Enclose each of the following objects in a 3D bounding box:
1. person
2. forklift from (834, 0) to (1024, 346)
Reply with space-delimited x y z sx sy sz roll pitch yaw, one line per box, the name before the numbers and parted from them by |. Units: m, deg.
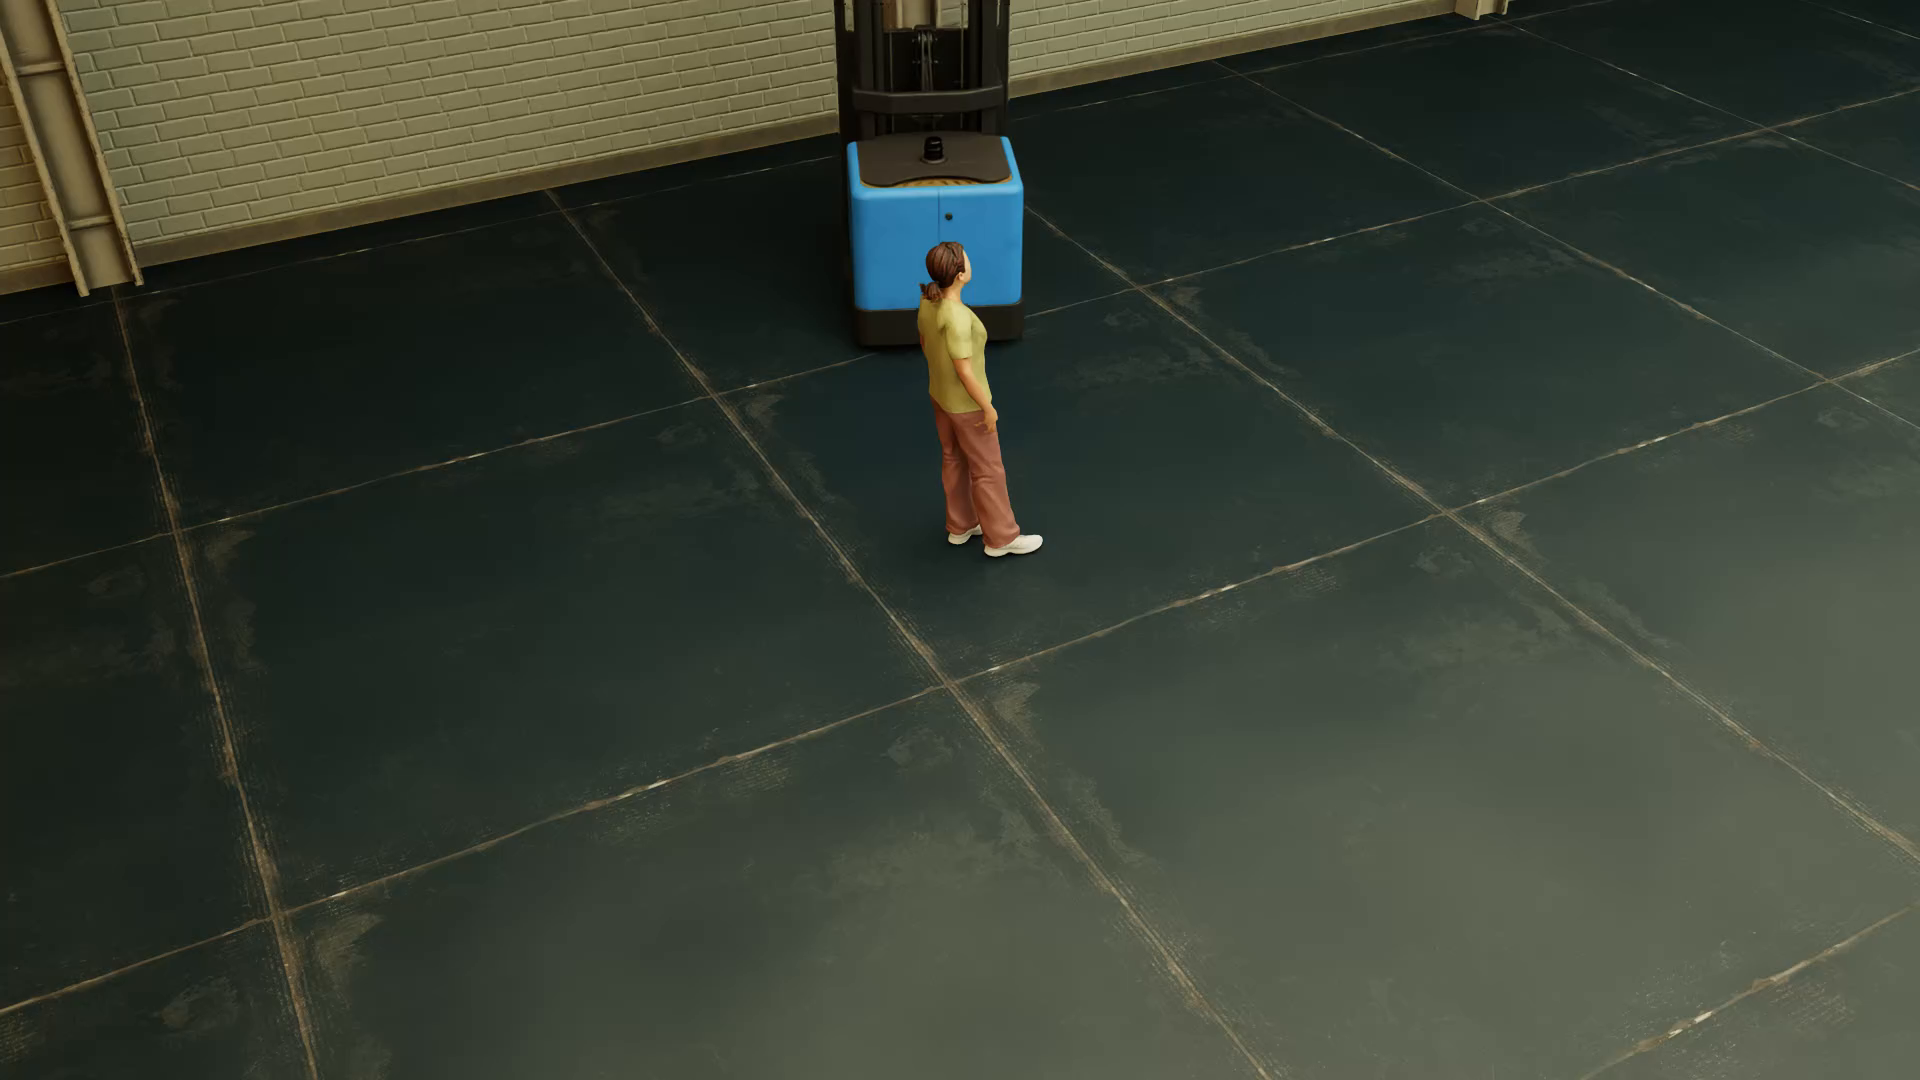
person | 0.070 -0.704 8.194 0.549 1.675 0.553 -17 39 -23
forklift | -0.261 -3.224 10.684 1.130 2.935 3.031 -3 35 -4
